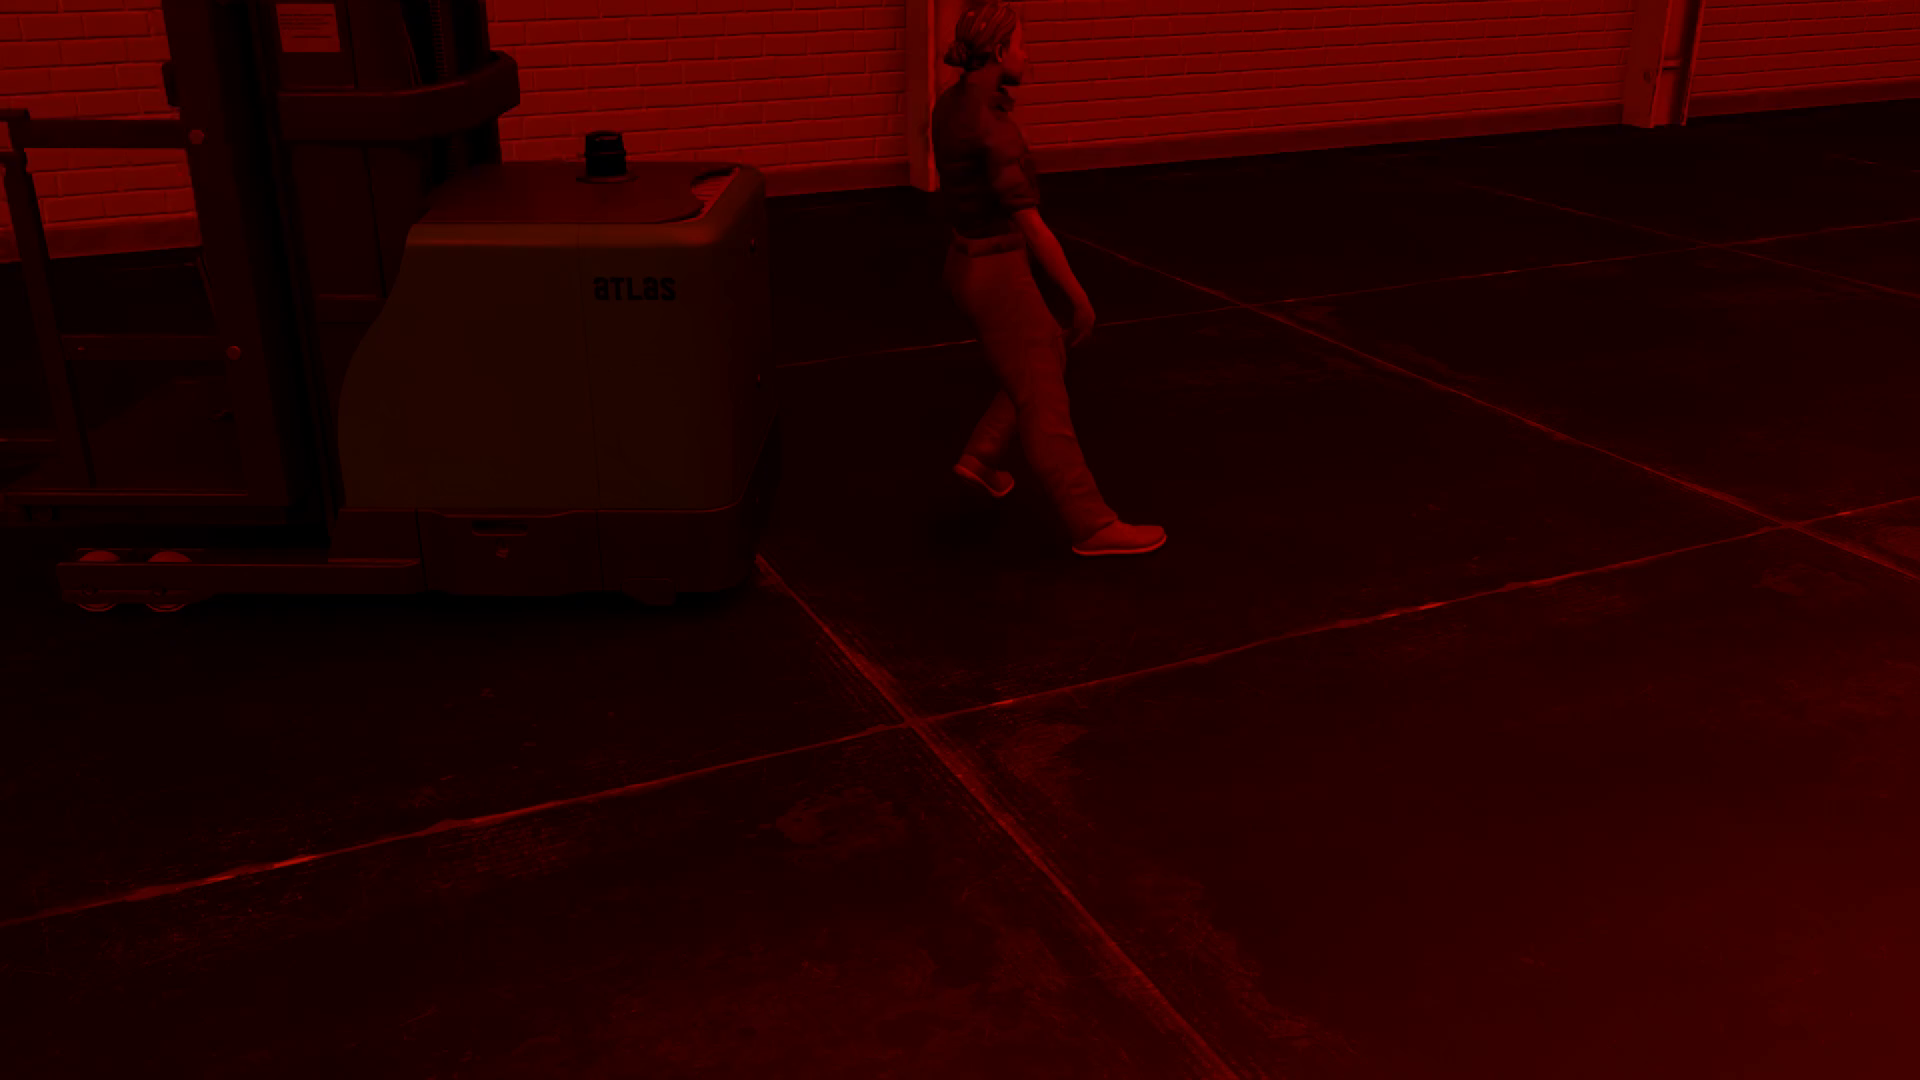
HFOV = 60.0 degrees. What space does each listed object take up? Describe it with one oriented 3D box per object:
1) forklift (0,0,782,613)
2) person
[{"bbox_3d":[-2.105,-1.354,4.547,3.031,2.935,1.130,0,23,1],"label":"forklift"},{"bbox_3d":[0.252,-0.778,4.925,0.637,1.583,0.650,-6,23,-13],"label":"person"}]
